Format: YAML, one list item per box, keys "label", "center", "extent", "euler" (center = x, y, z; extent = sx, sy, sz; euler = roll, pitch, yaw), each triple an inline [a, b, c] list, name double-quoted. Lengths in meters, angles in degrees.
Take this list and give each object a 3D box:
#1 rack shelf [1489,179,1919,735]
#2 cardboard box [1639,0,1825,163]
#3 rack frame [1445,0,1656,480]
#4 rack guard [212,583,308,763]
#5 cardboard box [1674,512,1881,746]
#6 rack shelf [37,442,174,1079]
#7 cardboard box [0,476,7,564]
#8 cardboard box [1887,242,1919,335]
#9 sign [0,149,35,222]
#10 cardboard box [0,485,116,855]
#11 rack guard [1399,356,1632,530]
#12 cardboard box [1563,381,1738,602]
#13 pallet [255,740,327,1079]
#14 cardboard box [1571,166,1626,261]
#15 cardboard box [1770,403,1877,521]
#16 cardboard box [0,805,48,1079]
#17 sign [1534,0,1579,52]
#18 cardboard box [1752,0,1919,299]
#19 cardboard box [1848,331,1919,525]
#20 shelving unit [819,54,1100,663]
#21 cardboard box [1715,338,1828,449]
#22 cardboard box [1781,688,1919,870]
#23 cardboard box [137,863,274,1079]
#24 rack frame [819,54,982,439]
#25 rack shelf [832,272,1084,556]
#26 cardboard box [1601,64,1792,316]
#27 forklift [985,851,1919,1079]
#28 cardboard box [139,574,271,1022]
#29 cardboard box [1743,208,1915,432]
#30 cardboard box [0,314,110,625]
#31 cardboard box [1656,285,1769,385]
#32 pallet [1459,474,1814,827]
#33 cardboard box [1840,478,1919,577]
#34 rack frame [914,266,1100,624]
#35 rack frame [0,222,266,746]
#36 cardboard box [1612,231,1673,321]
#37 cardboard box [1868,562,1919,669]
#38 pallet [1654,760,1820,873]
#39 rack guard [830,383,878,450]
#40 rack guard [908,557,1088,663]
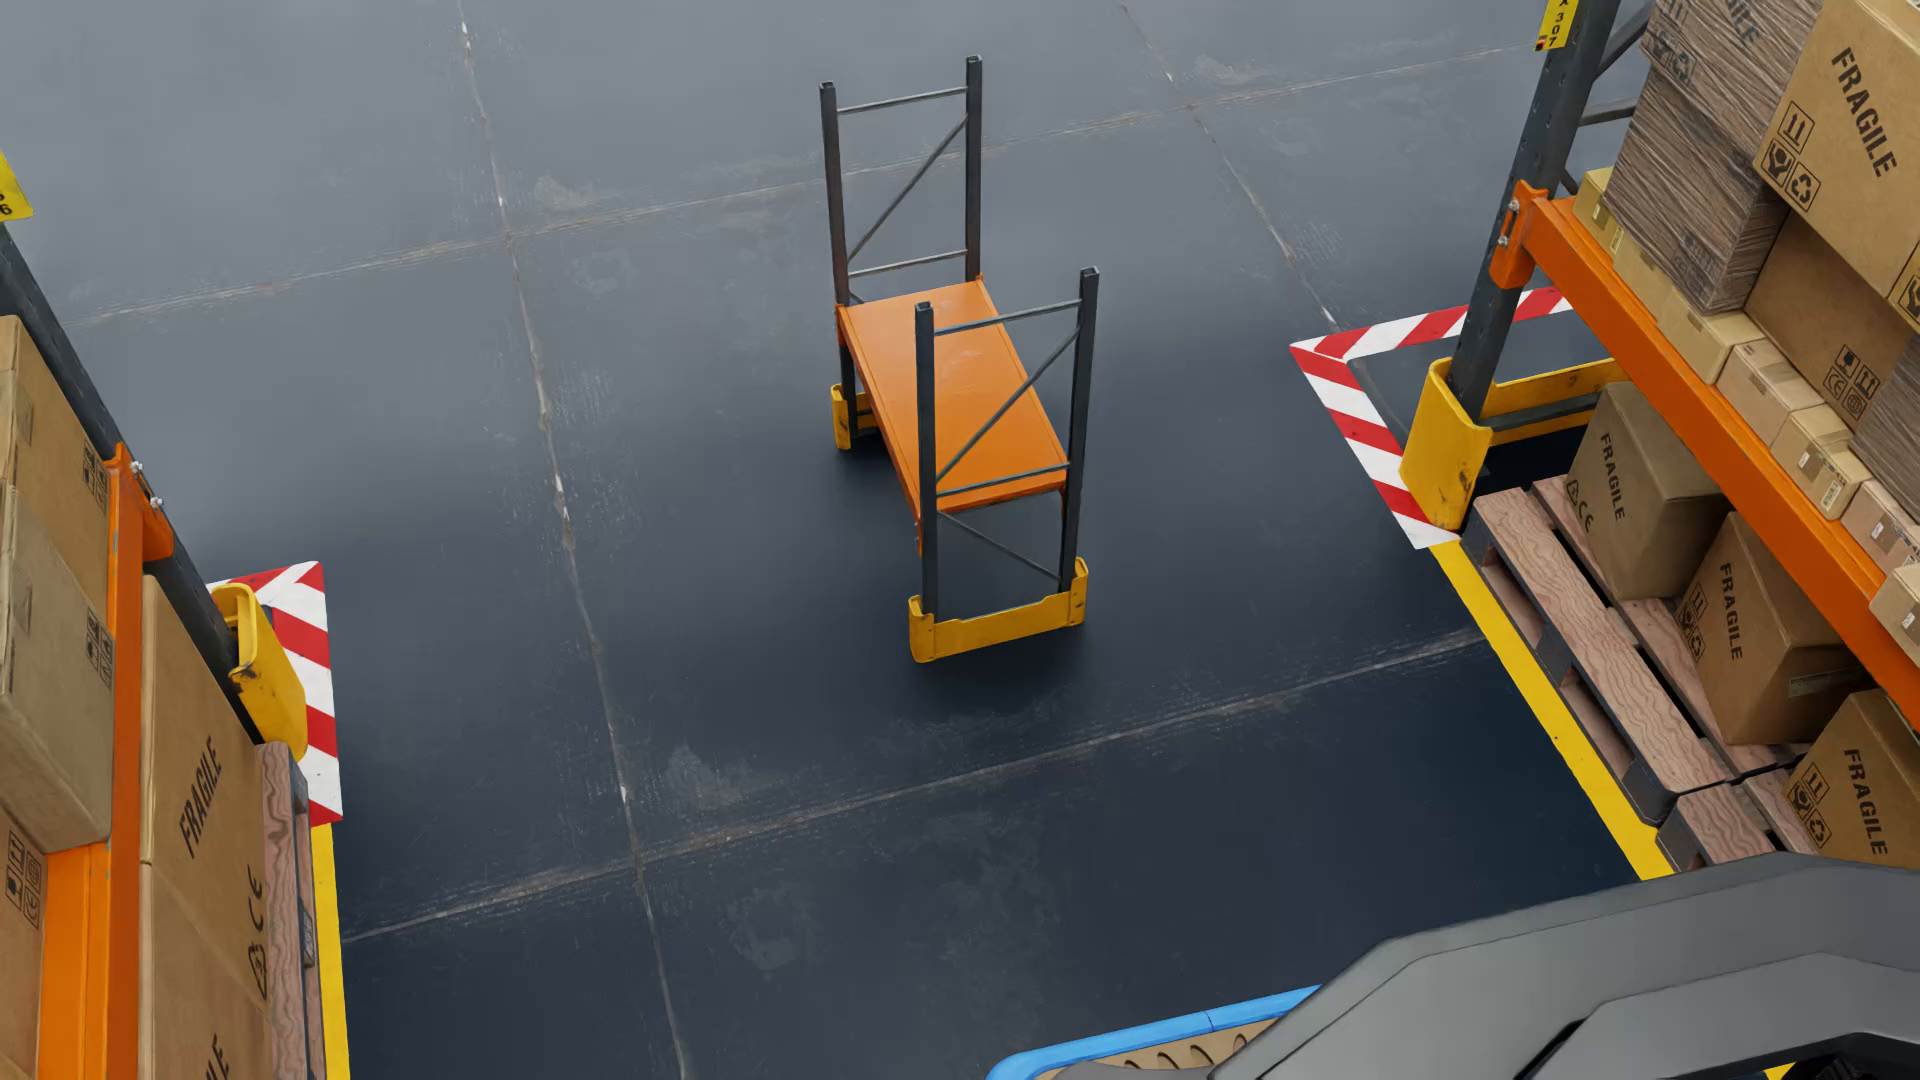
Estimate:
- label: "rack shelf"
  center: [2.734, 0.391, 3.929]
  extent: [1.077, 0.370, 4.000]
  euler: [-13, 51, -11]
- label: "cardboard box"
  center: [2.044, -1.288, 3.960]
  extent: [0.500, 0.500, 0.500]
  euler: [-13, 51, -11]
- label: "rack frame"
  center: [2.142, -1.301, 4.885]
  extent: [1.000, 3.000, 0.127]
  euler: [-13, 51, -11]
- label: "rack guard"
  center: [-2.633, 0.534, 4.972]
  extent: [1.175, 0.500, 0.348]
  euler: [-13, 51, -11]
- label: "cardboard box"
  center: [2.520, 0.258, 4.931]
  extent: [0.500, 0.500, 0.500]
  euler: [-2, 50, -1]
- label: "rack shelf"
  center: [-2.034, 1.439, 3.046]
  extent: [1.077, 0.370, 4.000]
  euler: [-13, 51, -11]
- label: "cardboard box"
  center: [-2.302, 0.011, 2.975]
  extent: [0.875, 0.550, 0.550]
  euler: [-13, 51, -11]
- label: "cardboard box"
  center: [2.335, -0.557, 3.344]
  extent: [0.500, 0.500, 0.500]
  euler: [-13, 51, -11]
- label: "sign"
  center: [-2.103, -0.816, 3.564]
  extent: [0.100, 0.325, 0.005]
  euler: [-13, 51, -11]
- label: "cardboard box"
  center: [-2.289, 0.356, 3.390]
  extent: [0.875, 0.550, 0.550]
  euler: [-13, 51, -11]
- label: "rack guard"
  center: [2.165, -0.440, 5.794]
  extent: [1.175, 0.500, 0.348]
  euler: [-13, 51, -11]
- label: "cardboard box"
  center: [2.311, -0.171, 5.293]
  extent: [0.500, 0.500, 0.500]
  euler: [-5, 50, -4]
- label: "pallet"
  center: [-2.315, 1.211, 4.591]
  extent: [1.003, 0.211, 1.213]
  euler: [-13, 51, -11]
- label: "cardboard box"
  center: [1.999, -0.958, 4.760]
  extent: [0.380, 0.149, 0.250]
  euler: [-13, 51, -11]
- label: "cardboard box"
  center: [2.275, -0.223, 4.141]
  extent: [0.380, 0.149, 0.250]
  euler: [-13, 51, -11]
- label: "cardboard box"
  center: [-2.244, 0.793, 3.022]
  extent: [0.875, 0.550, 0.550]
  euler: [-13, 51, -11]
- label: "sign"
  center: [1.624, -1.458, 4.451]
  extent: [0.100, 0.325, 0.005]
  euler: [-13, 51, -11]
- label: "cardboard box"
  center: [2.186, -0.922, 3.651]
  extent: [0.500, 0.500, 0.500]
  euler: [-13, 51, -11]
- label: "cardboard box"
  center: [2.648, -0.308, 3.788]
  extent: [0.875, 0.500, 0.500]
  euler: [-13, 51, -11]
- label: "shelving unit"
  center: [-0.023, -0.539, 5.224]
  extent: [0.587, 1.500, 1.083]
  euler: [-13, 51, -11]
- label: "cardboard box"
  center: [2.208, -0.407, 4.296]
  extent: [0.380, 0.149, 0.250]
  euler: [-13, 51, -11]
- label: "cardboard box"
  center: [2.687, 0.719, 4.542]
  extent: [0.500, 0.500, 0.500]
  euler: [-9, 50, -8]
- label: "cardboard box"
  center: [-2.100, 1.418, 3.707]
  extent: [0.875, 0.875, 0.875]
  euler: [-14, 51, -12]
- label: "rack frame"
  center: [-0.176, -0.917, 5.542]
  extent: [0.500, 1.500, 0.032]
  euler: [-13, 51, -11]
- label: "rack shelf"
  center: [-0.025, -0.430, 5.367]
  extent: [0.538, 0.185, 1.000]
  euler: [-13, 51, -11]
- label: "cardboard box"
  center: [2.279, -1.022, 4.389]
  extent: [0.875, 0.500, 0.500]
  euler: [-13, 51, -11]
- label: "forklift"
  center: [0.861, 1.846, 2.277]
  extent: [1.130, 2.935, 3.031]
  euler: [-10, 51, -9]
- label: "cardboard box"
  center: [-2.362, 0.776, 4.249]
  extent: [0.875, 0.875, 0.875]
  euler: [-13, 51, -11]
- label: "cardboard box"
  center: [2.541, -0.683, 4.104]
  extent: [0.875, 0.500, 0.500]
  euler: [-13, 51, -11]
- label: "cardboard box"
  center: [-2.473, -0.041, 3.725]
  extent: [0.875, 0.550, 0.550]
  euler: [-13, 51, -11]
- label: "cardboard box"
  center: [2.114, -0.585, 4.446]
  extent: [0.380, 0.149, 0.250]
  euler: [-13, 51, -11]
- label: "pallet"
  center: [2.371, 0.254, 5.398]
  extent: [1.003, 0.211, 1.213]
  euler: [-13, 51, -11]
- label: "cardboard box"
  center: [2.375, -0.047, 3.992]
  extent: [0.380, 0.149, 0.250]
  euler: [-13, 51, -11]
- label: "rack frame"
  center: [0.125, -0.174, 4.916]
  extent: [0.500, 1.500, 0.032]
  euler: [-13, 51, -11]
- label: "rack frame"
  center: [-2.626, -0.254, 4.002]
  extent: [1.000, 3.000, 0.127]
  euler: [-13, 51, -11]
- label: "cardboard box"
  center: [2.054, -0.771, 4.603]
  extent: [0.380, 0.149, 0.250]
  euler: [-13, 51, -11]
- label: "cardboard box"
  center: [2.350, 0.159, 3.818]
  extent: [0.380, 0.149, 0.250]
  euler: [-13, 51, -11]
- label: "pallet"
  center: [2.728, 1.144, 4.648]
  extent: [1.003, 0.211, 1.213]
  euler: [-13, 51, -11]
- label: "rack guard"
  center: [-0.170, -0.500, 6.008]
  extent: [0.587, 0.250, 0.087]
  euler: [-13, 51, -11]
- label: "rack guard"
  center: [0.125, 0.227, 5.395]
  extent: [0.587, 0.250, 0.087]
  euler: [-13, 51, -11]
